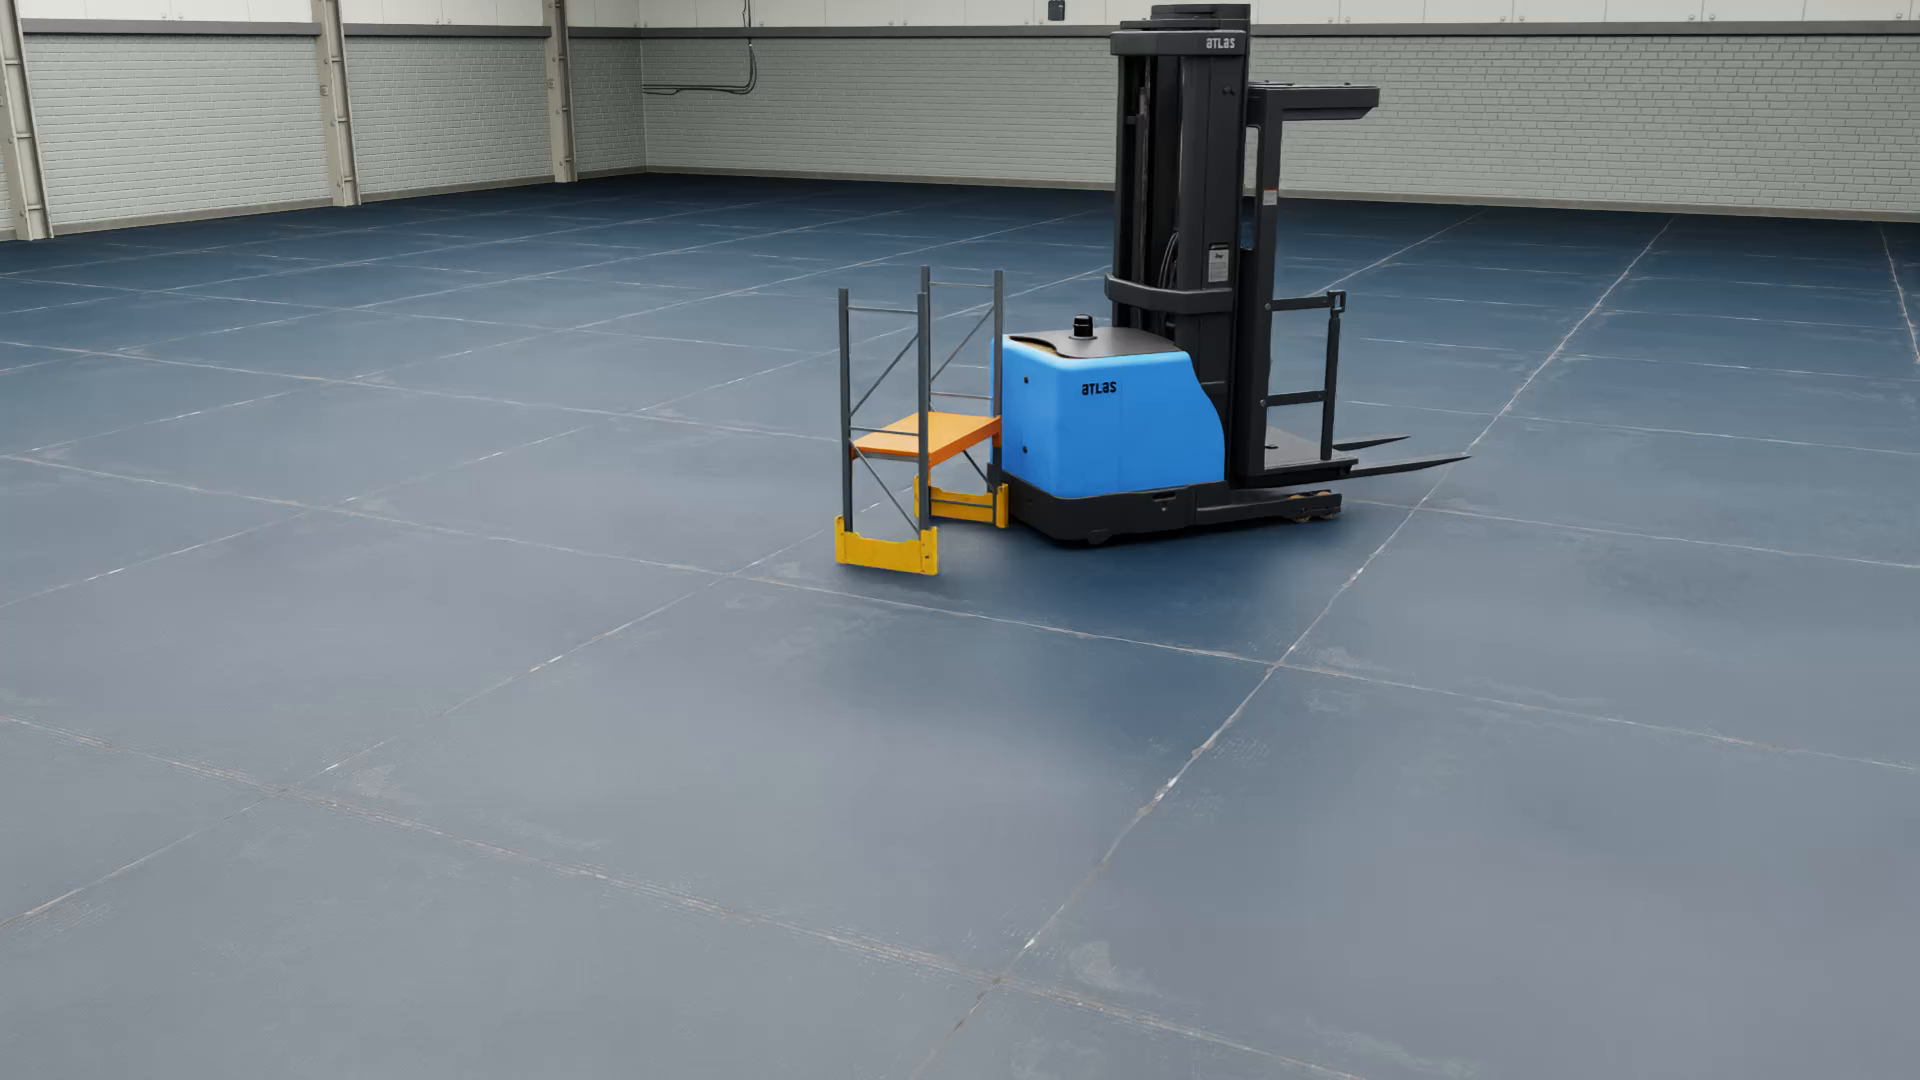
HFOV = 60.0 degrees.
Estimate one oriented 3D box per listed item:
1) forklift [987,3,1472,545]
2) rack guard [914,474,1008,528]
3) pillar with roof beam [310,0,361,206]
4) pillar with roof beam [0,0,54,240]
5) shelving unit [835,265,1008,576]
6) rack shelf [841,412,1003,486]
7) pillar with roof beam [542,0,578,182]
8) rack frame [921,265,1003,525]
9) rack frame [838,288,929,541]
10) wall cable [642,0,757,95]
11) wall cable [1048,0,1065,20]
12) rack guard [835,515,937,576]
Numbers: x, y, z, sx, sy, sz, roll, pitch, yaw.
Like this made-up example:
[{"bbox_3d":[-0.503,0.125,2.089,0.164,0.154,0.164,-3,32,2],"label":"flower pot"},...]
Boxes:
[{"bbox_3d":[1.726,-1.635,9.881,3.031,2.935,1.130,-7,18,-23],"label":"forklift"},{"bbox_3d":[0.002,-0.231,9.864,0.587,0.250,0.087,7,18,23],"label":"rack guard"},{"bbox_3d":[-7.065,-9.727,26.469,9.100,9.000,0.400,8,18,25],"label":"pillar with roof beam"},{"bbox_3d":[-9.746,-8.199,21.324,9.100,9.000,0.400,8,18,25],"label":"pillar with roof beam"},{"bbox_3d":[-0.199,-0.701,9.249,0.587,1.500,1.083,7,18,23],"label":"shelving unit"},{"bbox_3d":[-0.196,-0.531,9.309,0.538,0.185,1.000,7,18,23],"label":"rack shelf"},{"bbox_3d":[-4.384,-11.255,31.615,9.100,9.000,0.400,8,18,25],"label":"pillar with roof beam"},{"bbox_3d":[0.010,-0.835,9.703,0.500,1.500,0.032,7,18,23],"label":"rack frame"},{"bbox_3d":[-0.401,-0.571,8.812,0.500,1.500,0.032,7,18,23],"label":"rack frame"},{"bbox_3d":[-5.736,-10.897,35.861,3.097,2.526,0.112,8,18,25],"label":"wall cable"},{"bbox_3d":[2.750,-12.804,30.854,2.305,6.003,0.169,8,18,25],"label":"wall cable"},{"bbox_3d":[-0.401,0.028,8.991,0.587,0.250,0.087,7,18,23],"label":"rack guard"}]
